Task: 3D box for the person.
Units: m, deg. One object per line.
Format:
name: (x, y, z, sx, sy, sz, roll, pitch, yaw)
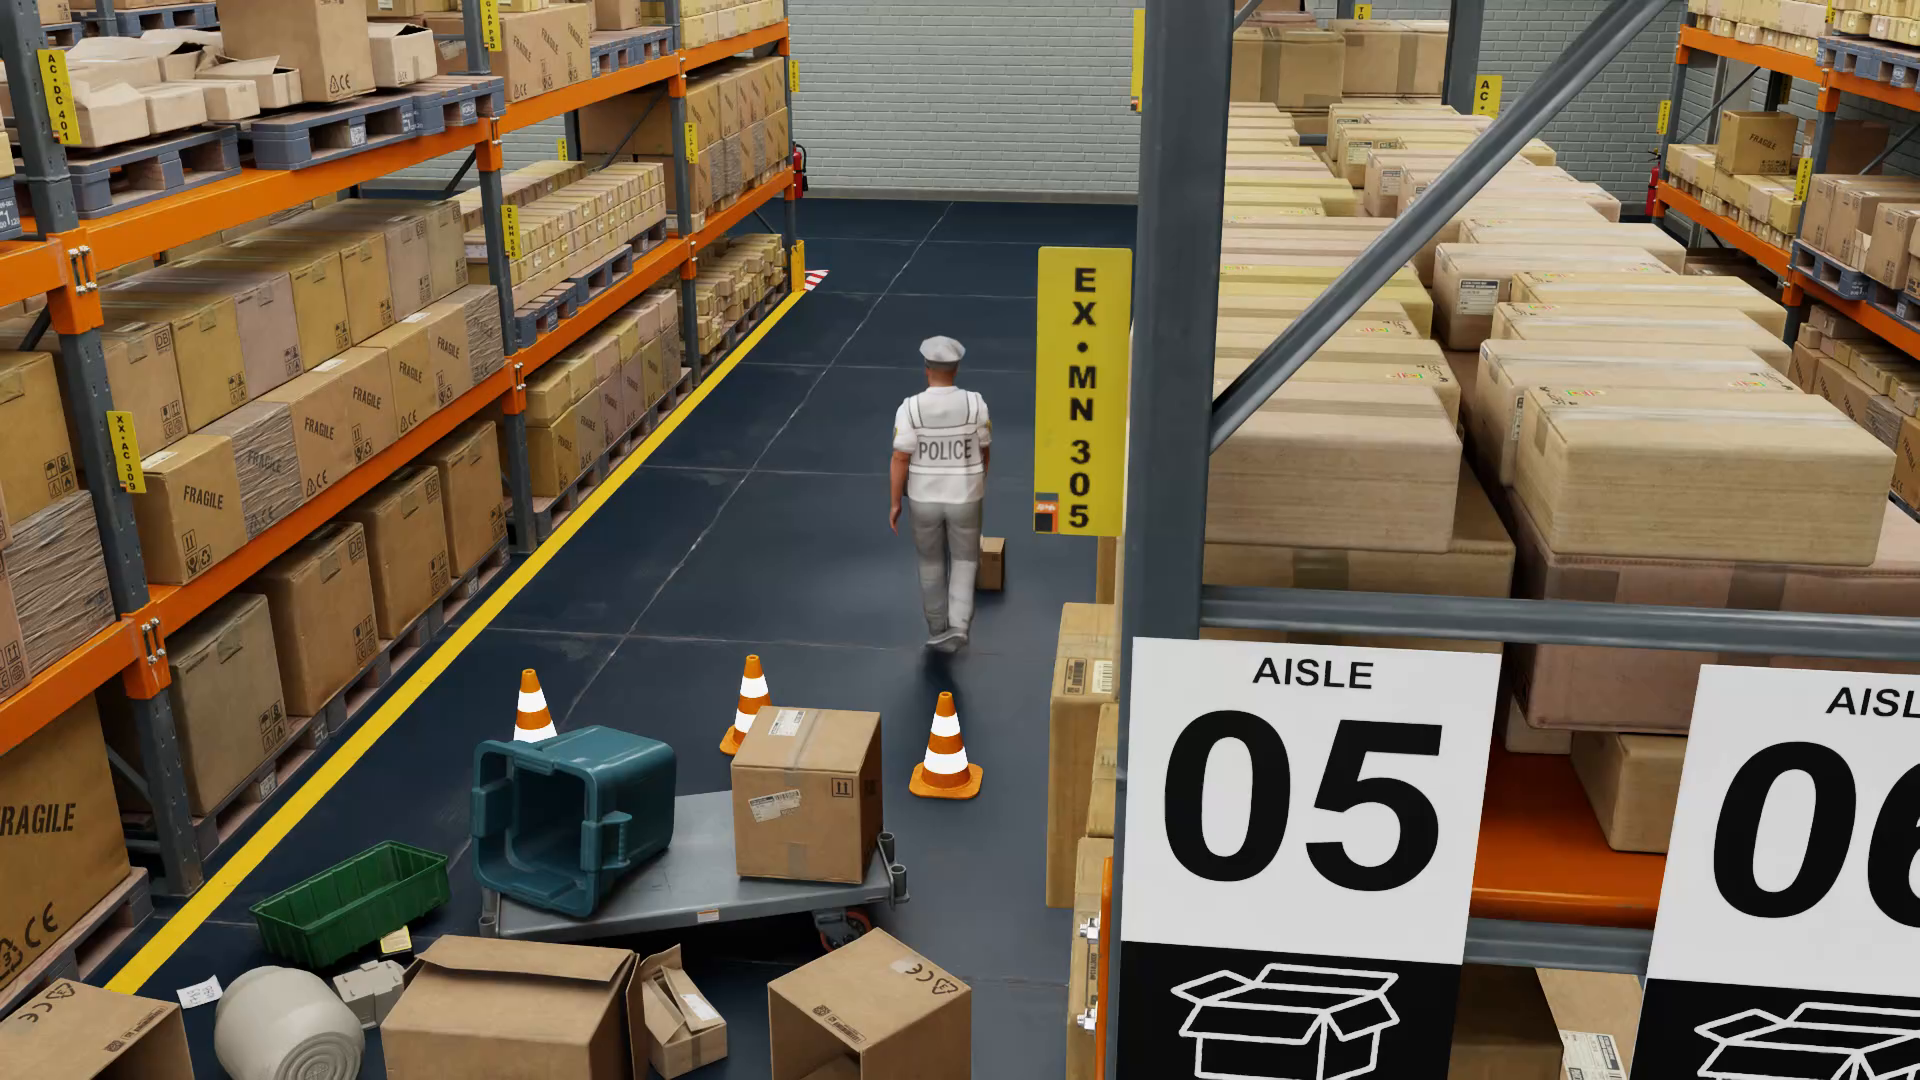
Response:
person: (-0.109, -0.220, 9.127, 0.563, 1.759, 0.703, 1, 21, 1)
